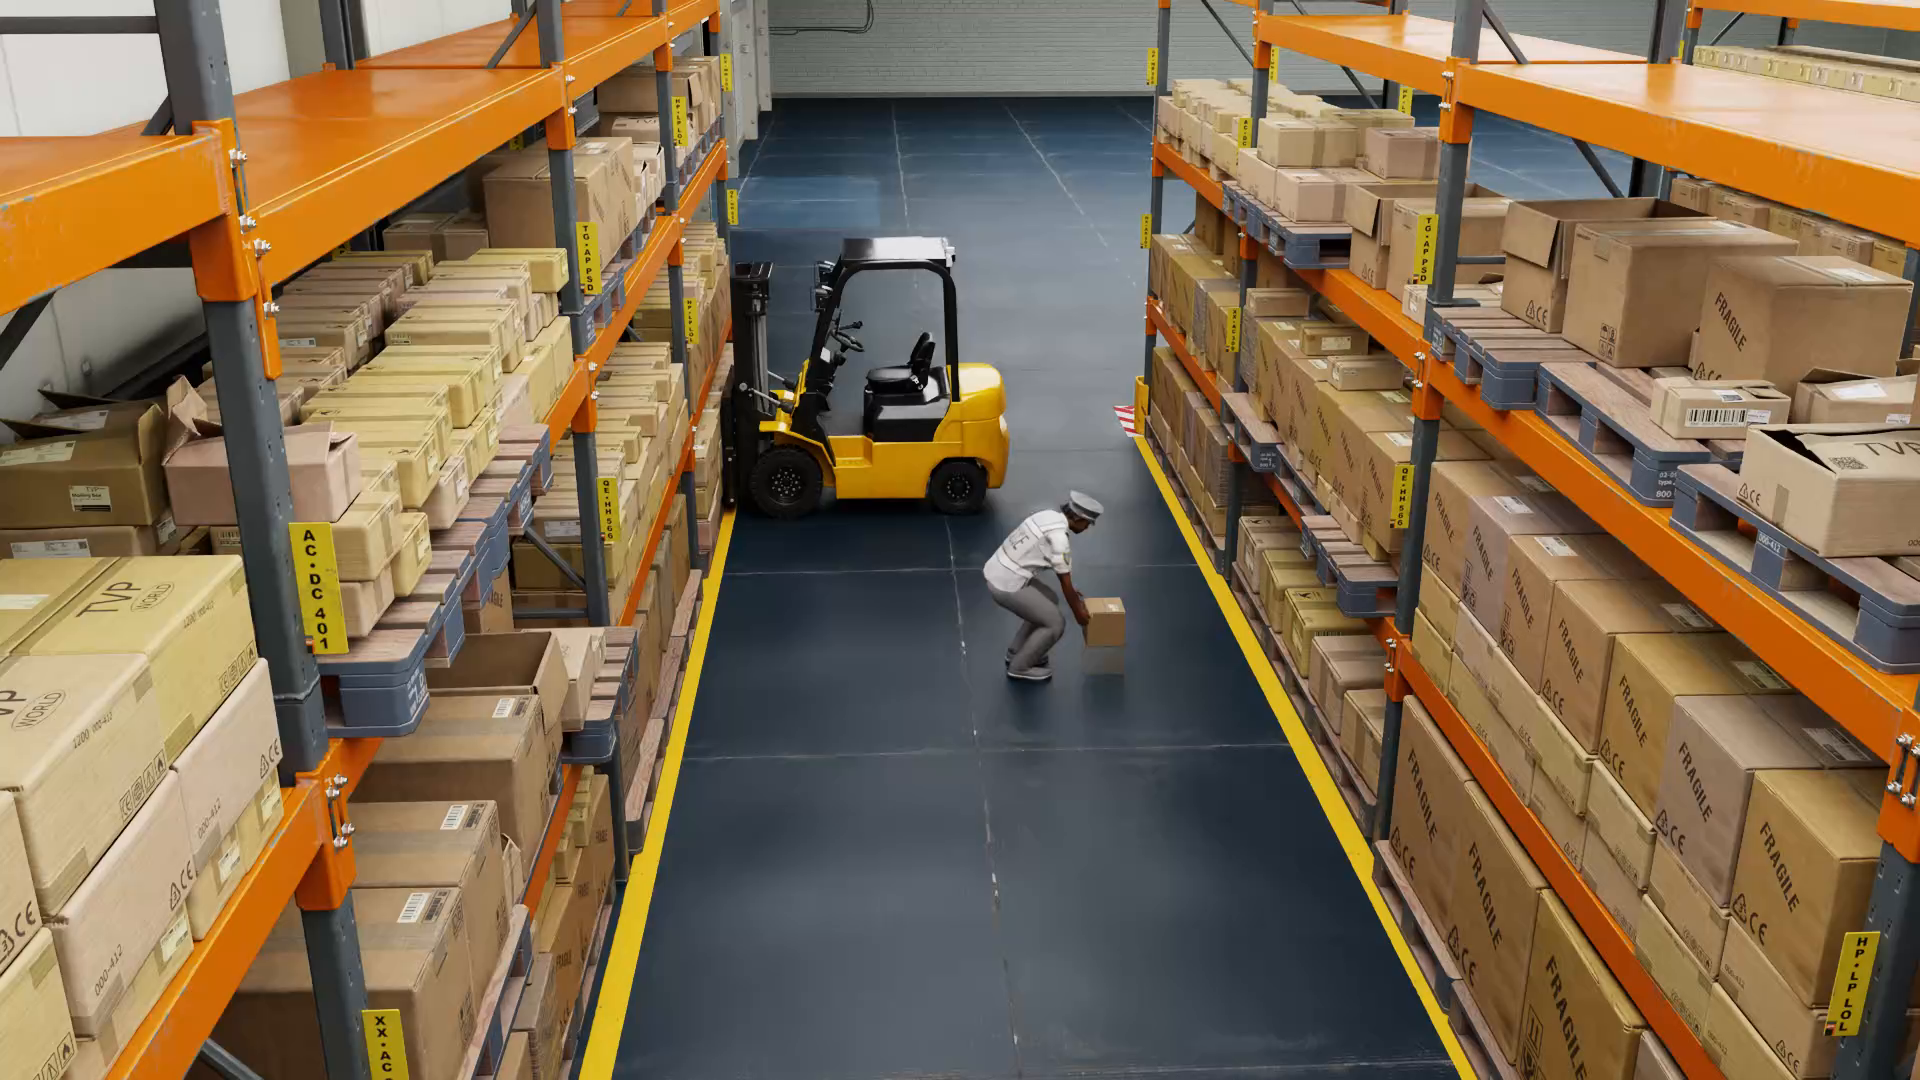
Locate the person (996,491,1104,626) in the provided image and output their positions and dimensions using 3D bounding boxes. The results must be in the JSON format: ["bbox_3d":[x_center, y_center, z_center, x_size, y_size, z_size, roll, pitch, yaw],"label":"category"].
[{"bbox_3d":[0.588,0.123,10.912,0.703,0.869,0.493,-1,21,-3],"label":"person"}]
